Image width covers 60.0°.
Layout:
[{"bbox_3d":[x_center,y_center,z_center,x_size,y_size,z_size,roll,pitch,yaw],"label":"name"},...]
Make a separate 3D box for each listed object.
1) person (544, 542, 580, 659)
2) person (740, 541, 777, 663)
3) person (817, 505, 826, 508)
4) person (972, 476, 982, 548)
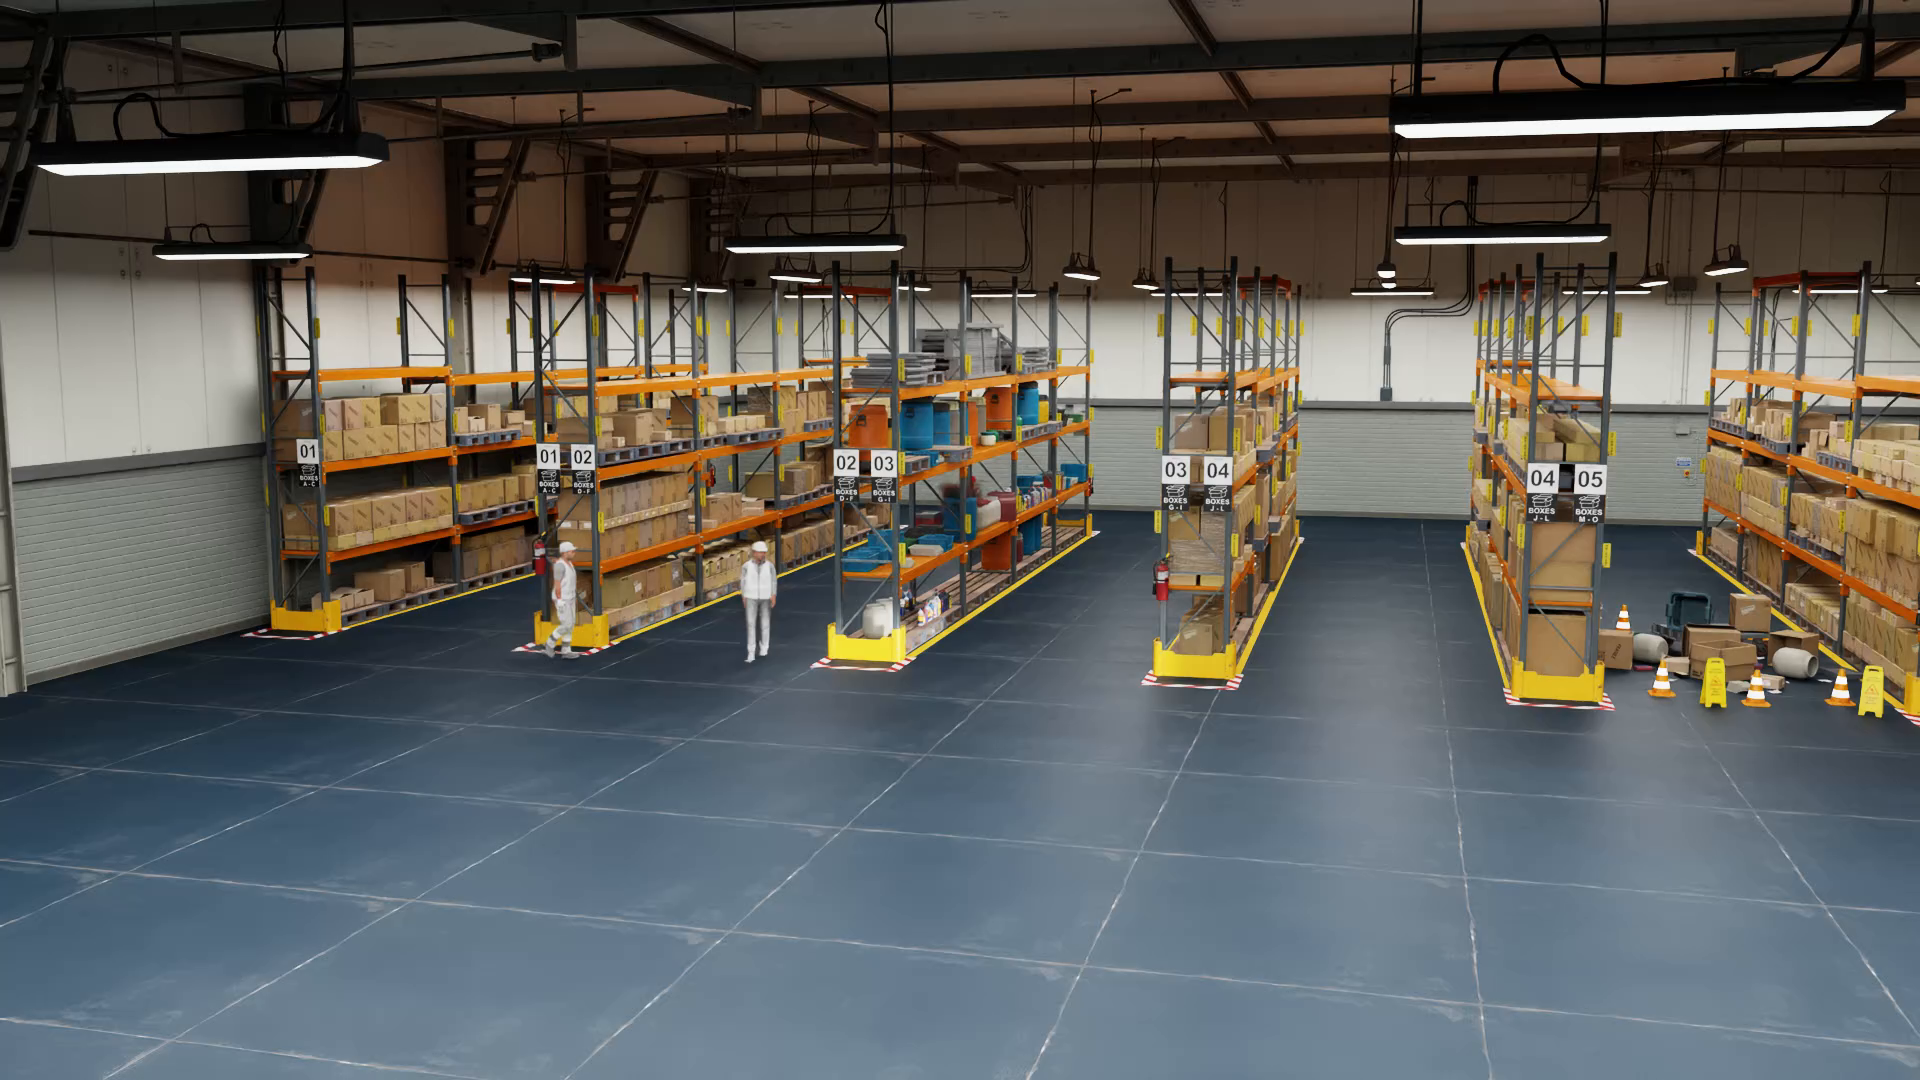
[{"bbox_3d":[-6.015,0.917,25.135,0.463,1.787,0.569,2,7,14],"label":"person"},{"bbox_3d":[-3.051,0.929,25.353,0.559,1.778,0.718,-1,7,-11],"label":"person"},{"bbox_3d":[-3.869,-1.774,46.602,0.427,1.730,0.555,2,8,18],"label":"person"},{"bbox_3d":[0.208,-0.574,37.142,0.567,1.746,1.082,4,8,29],"label":"person"}]
